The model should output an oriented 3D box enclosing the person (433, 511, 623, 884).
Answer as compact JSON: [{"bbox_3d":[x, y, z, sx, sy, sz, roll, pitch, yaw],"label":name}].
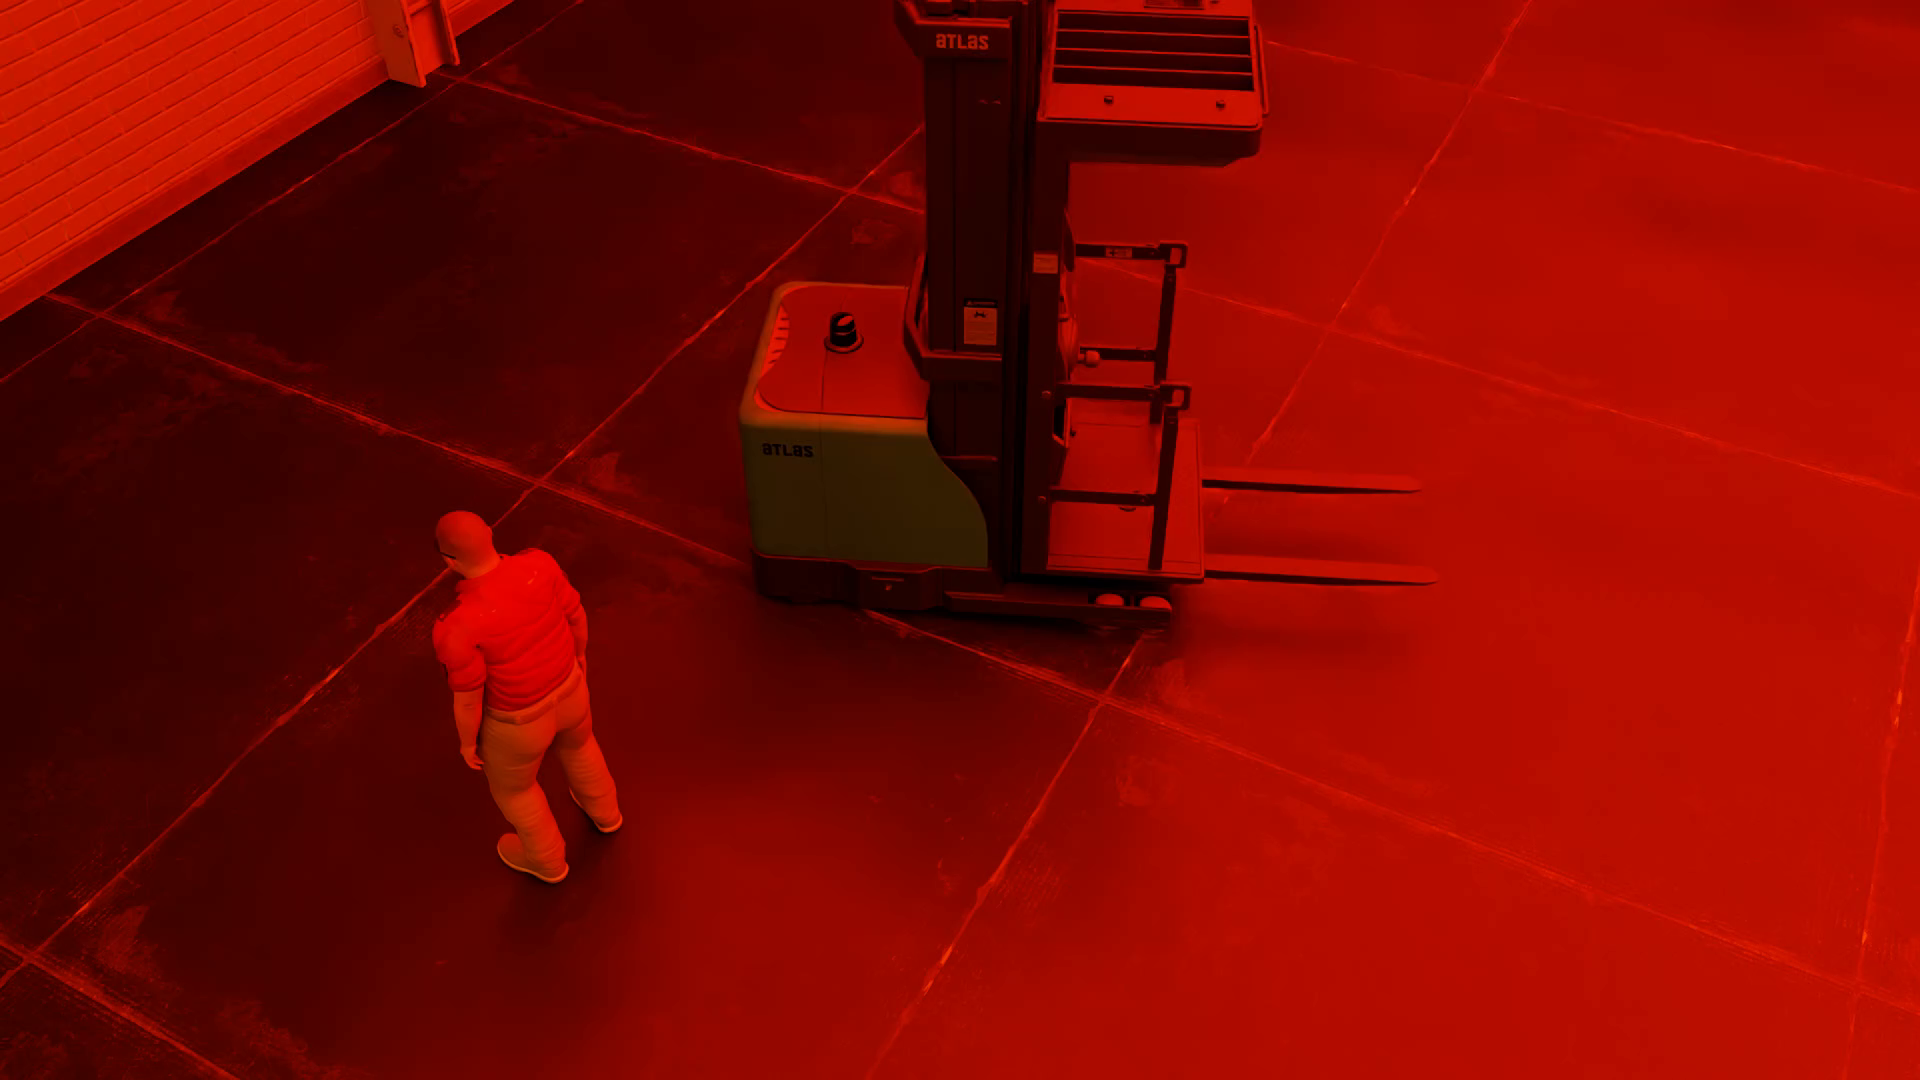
[{"bbox_3d":[-1.554,0.565,5.932,0.396,1.725,0.589,28,50,27],"label":"person"}]

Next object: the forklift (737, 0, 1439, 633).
[{"bbox_3d":[0.615,-1.040,6.758,3.031,2.935,1.130,3,43,4],"label":"forklift"}]
